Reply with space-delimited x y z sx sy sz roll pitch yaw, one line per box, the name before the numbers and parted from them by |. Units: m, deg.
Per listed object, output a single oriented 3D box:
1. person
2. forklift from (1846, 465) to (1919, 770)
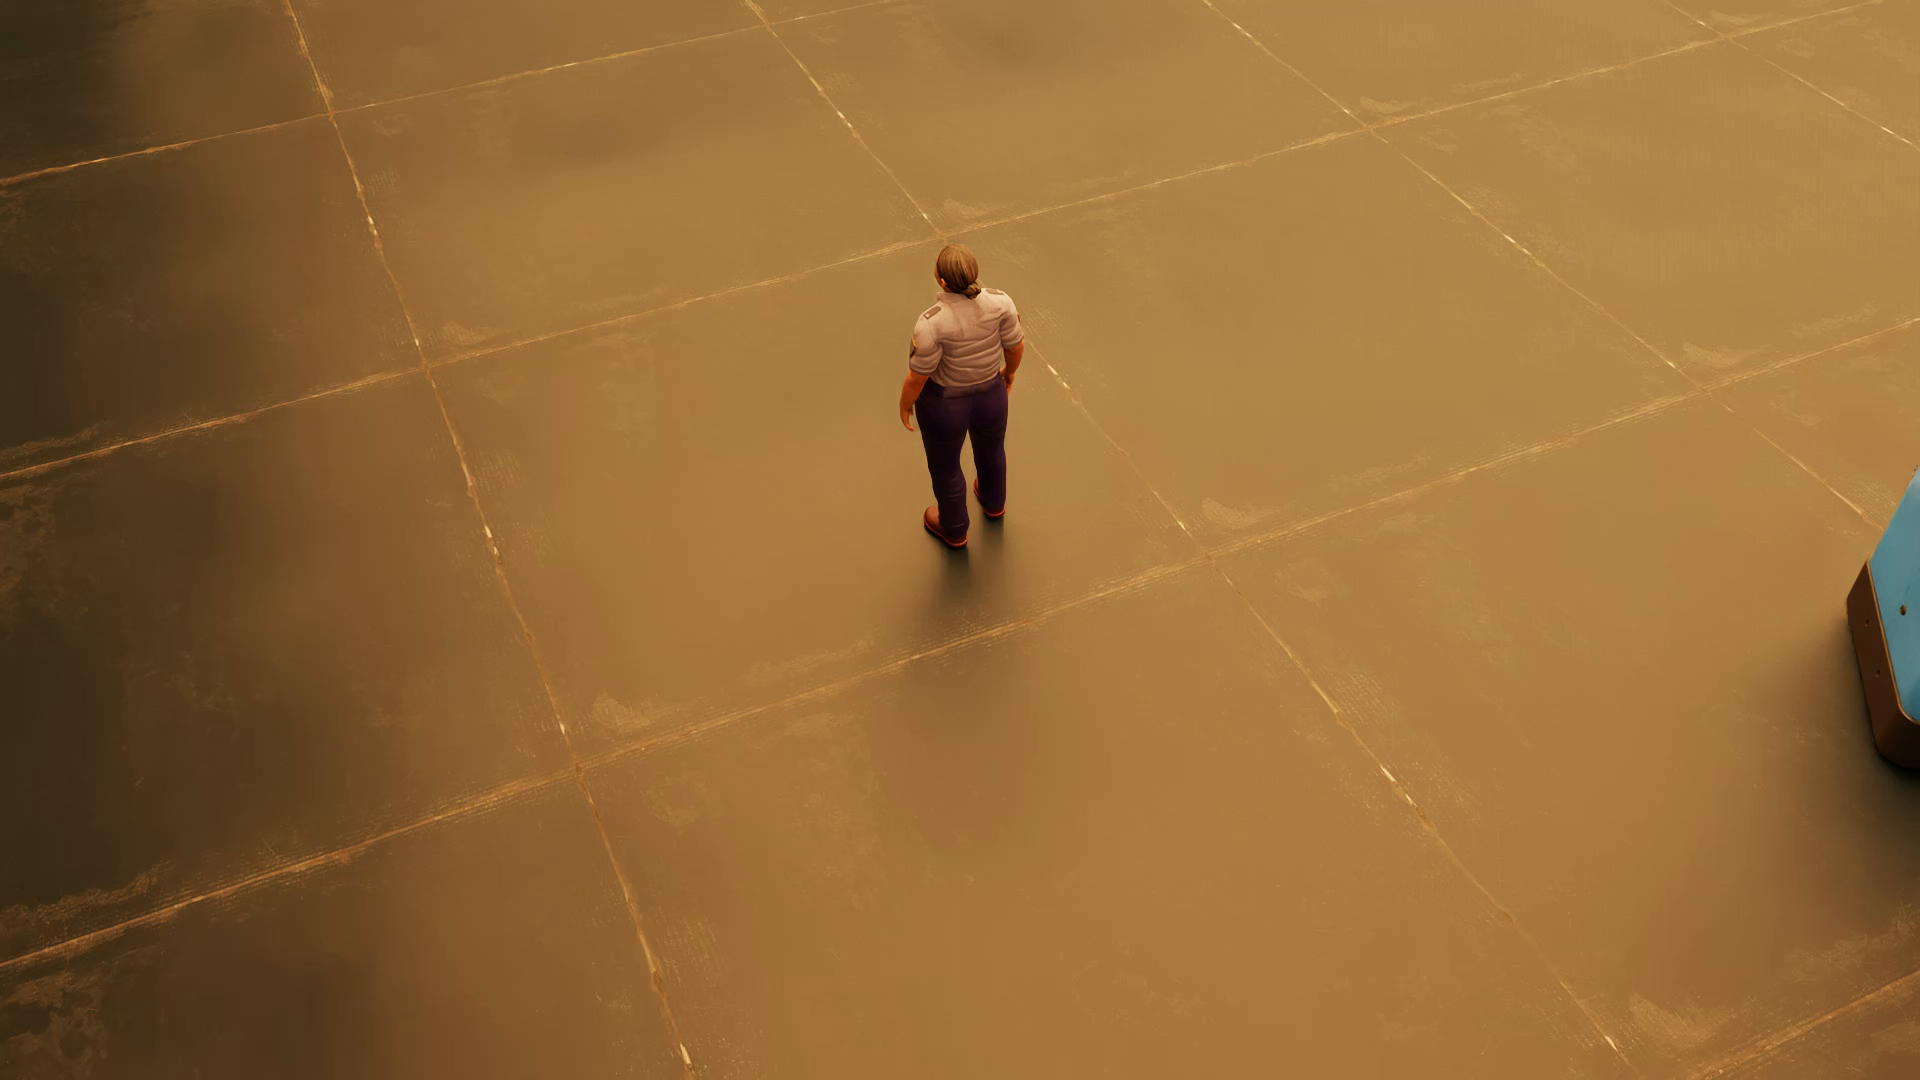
person | -0.017 -0.666 7.332 0.598 1.641 0.502 -18 46 -18
forklift | 5.331 -0.218 5.913 3.031 2.935 1.130 9 44 10
